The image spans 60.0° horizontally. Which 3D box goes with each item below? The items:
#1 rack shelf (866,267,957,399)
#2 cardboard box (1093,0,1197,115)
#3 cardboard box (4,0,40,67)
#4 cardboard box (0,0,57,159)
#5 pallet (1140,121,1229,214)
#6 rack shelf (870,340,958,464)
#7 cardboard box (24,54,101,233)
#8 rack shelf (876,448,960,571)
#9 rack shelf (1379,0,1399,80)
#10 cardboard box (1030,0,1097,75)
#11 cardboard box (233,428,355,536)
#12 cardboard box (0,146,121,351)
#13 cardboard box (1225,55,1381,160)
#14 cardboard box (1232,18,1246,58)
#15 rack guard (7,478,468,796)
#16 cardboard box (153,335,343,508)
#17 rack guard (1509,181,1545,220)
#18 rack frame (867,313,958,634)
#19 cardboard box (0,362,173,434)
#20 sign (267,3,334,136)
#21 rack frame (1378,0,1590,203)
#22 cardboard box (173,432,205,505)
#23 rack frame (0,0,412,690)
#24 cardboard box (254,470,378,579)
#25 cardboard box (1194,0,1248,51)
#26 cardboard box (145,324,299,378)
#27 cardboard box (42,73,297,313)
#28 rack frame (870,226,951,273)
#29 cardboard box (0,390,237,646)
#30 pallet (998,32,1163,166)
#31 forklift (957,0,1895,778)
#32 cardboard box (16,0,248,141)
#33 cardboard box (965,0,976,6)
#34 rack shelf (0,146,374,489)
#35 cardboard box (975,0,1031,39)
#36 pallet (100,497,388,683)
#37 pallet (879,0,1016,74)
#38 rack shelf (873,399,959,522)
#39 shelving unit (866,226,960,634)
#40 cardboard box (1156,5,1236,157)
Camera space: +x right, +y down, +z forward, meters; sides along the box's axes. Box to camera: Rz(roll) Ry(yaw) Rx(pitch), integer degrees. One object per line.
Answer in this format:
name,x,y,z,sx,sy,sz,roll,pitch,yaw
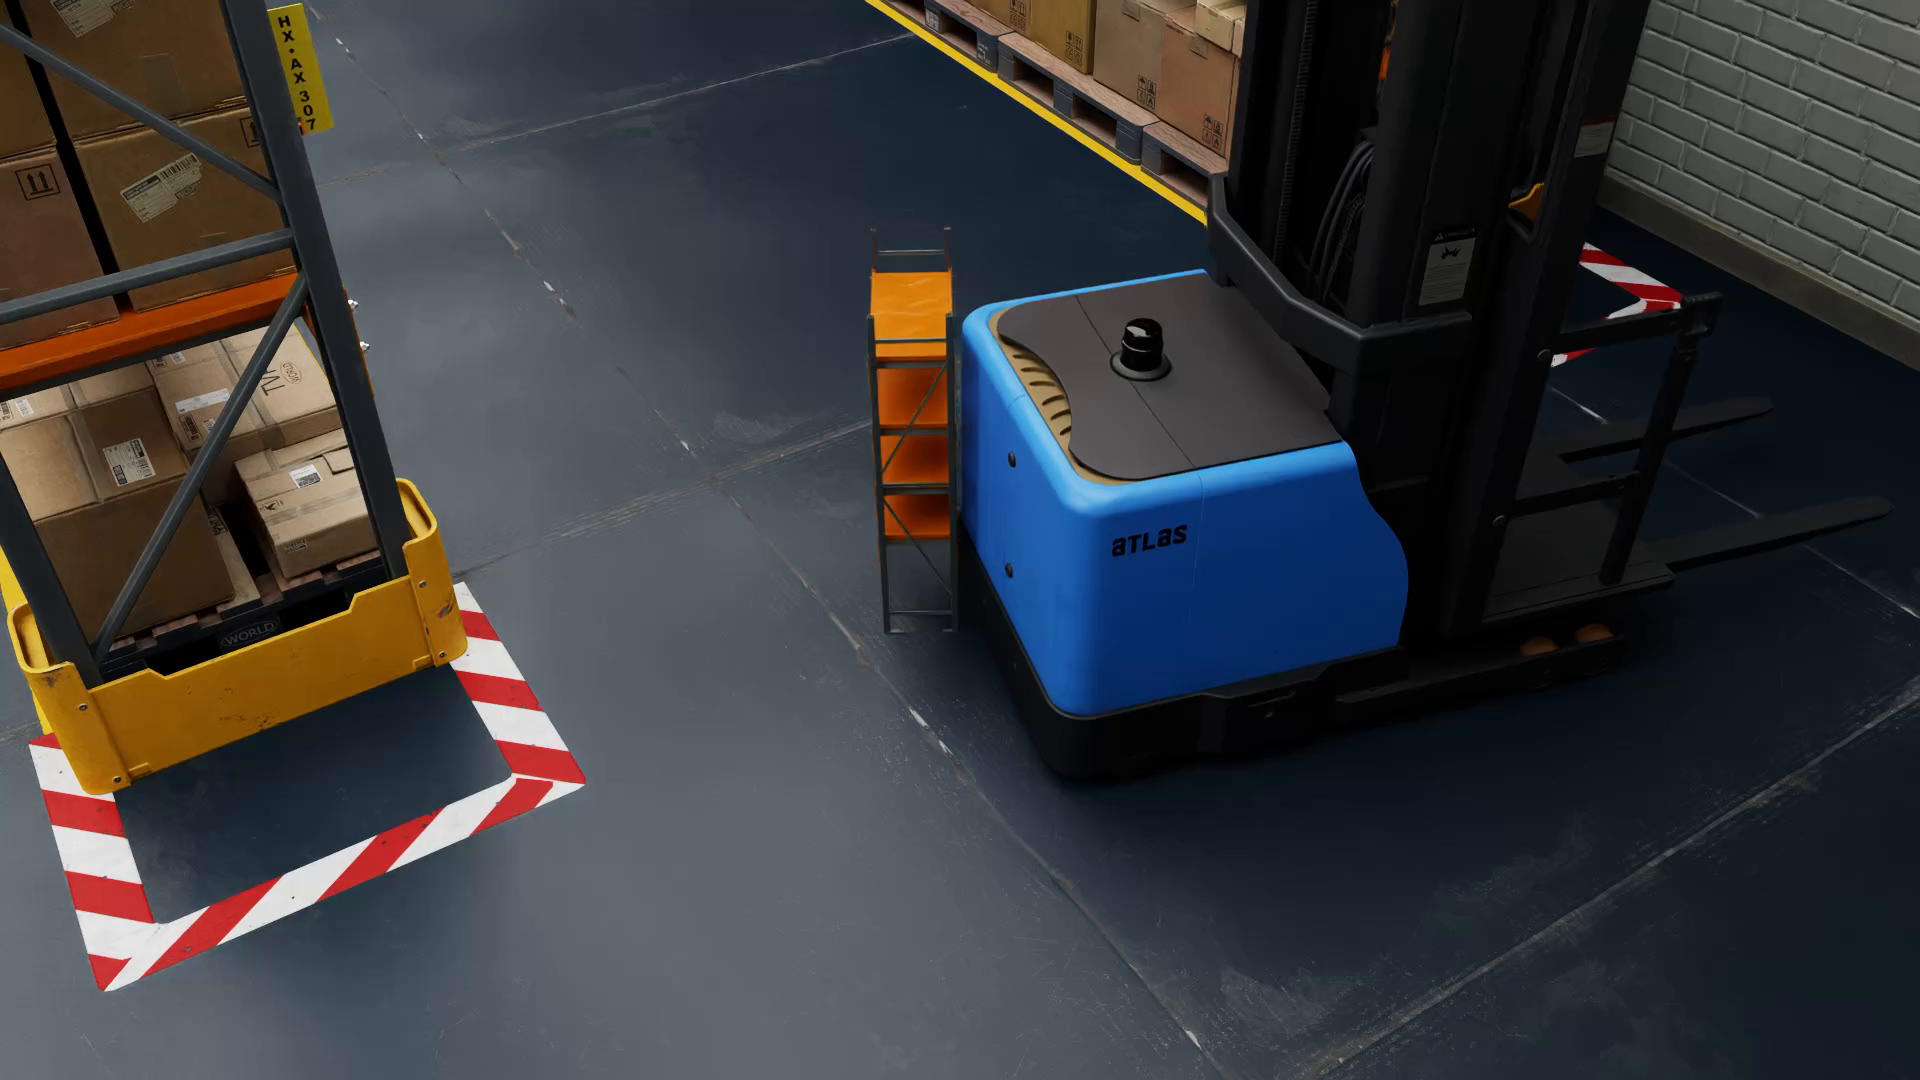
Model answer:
rack shelf,-0.142,-0.621,4.942,0.258,0.148,0.480,-1,40,0
cardboard box,1.075,-2.436,7.955,0.700,0.500,0.500,-24,45,-26
cardboard box,-2.403,-1.675,4.558,0.500,0.500,0.500,-22,44,-24
cardboard box,-2.570,-1.211,4.001,0.500,0.500,0.500,-23,45,-25
pallet,1.580,-1.684,7.606,1.003,0.211,1.213,-22,45,-24
rack shelf,-0.139,-0.439,5.093,0.258,0.148,0.480,-1,40,0
cardboard box,-2.397,-1.288,4.875,0.500,0.500,0.500,-23,45,-25
rack shelf,-0.134,-0.115,5.363,0.258,0.148,0.480,-1,40,0
rack shelf,1.000,-3.153,7.753,1.077,0.370,4.000,-22,45,-24
cardboard box,0.782,-2.721,8.297,0.700,0.500,0.500,-21,44,-23
cardboard box,-2.169,-0.203,5.520,0.380,0.166,0.250,-22,45,-24
cardboard box,-2.569,-0.830,4.324,0.500,0.500,0.500,-21,44,-23
cardboard box,1.615,-1.895,7.305,0.700,0.500,0.500,-22,45,-24
cardboard box,1.392,-2.150,7.105,0.380,0.149,0.250,-23,45,-25
rack guard,-2.140,0.276,5.028,1.175,0.500,0.348,-22,45,-24
cardboard box,-2.421,-0.417,5.711,0.500,0.250,0.500,-22,45,-24
rack guard,2.088,-1.377,7.012,1.175,0.500,0.348,-22,45,-24
rack frame,-0.133,-0.163,5.006,0.240,1.200,0.015,-1,40,0
cardboard box,-3.085,-0.488,5.796,0.500,0.250,0.500,-22,45,-24
sign,-1.642,-1.163,4.126,0.100,0.325,0.005,-22,45,-24
rack frame,2.076,-2.350,6.227,1.000,3.000,0.127,-22,45,-24
cardboard box,-2.741,-0.182,5.495,0.380,0.166,0.250,-22,45,-24
rack frame,-2.099,-0.643,4.179,1.000,3.000,0.127,-22,45,-24
cardboard box,-2.034,-0.061,5.364,0.380,0.149,0.250,-22,45,-24
cardboard box,1.254,-2.288,7.271,0.380,0.149,0.250,-21,44,-23
cardboard box,-2.690,-0.687,6.035,0.500,0.250,0.500,-22,45,-24
cardboard box,-2.115,-1.012,4.543,0.500,0.500,0.500,-21,44,-24
rack frame,-0.142,-0.475,5.381,0.240,1.200,0.015,-1,40,0
cardboard box,-2.599,-0.060,5.088,0.500,0.500,0.500,-22,45,-24
pallet,0.928,-2.341,8.395,1.003,0.211,1.213,-22,45,-24
forklift,1.566,-0.975,4.631,3.031,2.935,1.130,-11,41,-13
cardboard box,-2.115,-1.396,4.223,0.500,0.500,0.500,-21,44,-23
cardboard box,0.240,-3.271,8.957,0.700,0.500,0.500,-22,44,-24
rack shelf,-3.174,-1.446,5.704,1.077,0.370,4.000,-22,45,-24
cardboard box,0.508,-2.999,8.630,0.700,0.500,0.500,-23,45,-25
pallet,-2.569,-0.043,5.637,1.003,0.211,1.213,-22,45,-24
pallet,0.268,-3.001,9.186,1.003,0.211,1.213,-22,45,-24
rack shelf,-0.137,-0.267,5.236,0.258,0.148,0.480,-1,40,0
shelving unit,-0.137,-0.319,5.193,0.258,1.200,0.503,-1,40,0
cardboard box,1.346,-2.165,7.629,0.700,0.500,0.500,-22,45,-25
